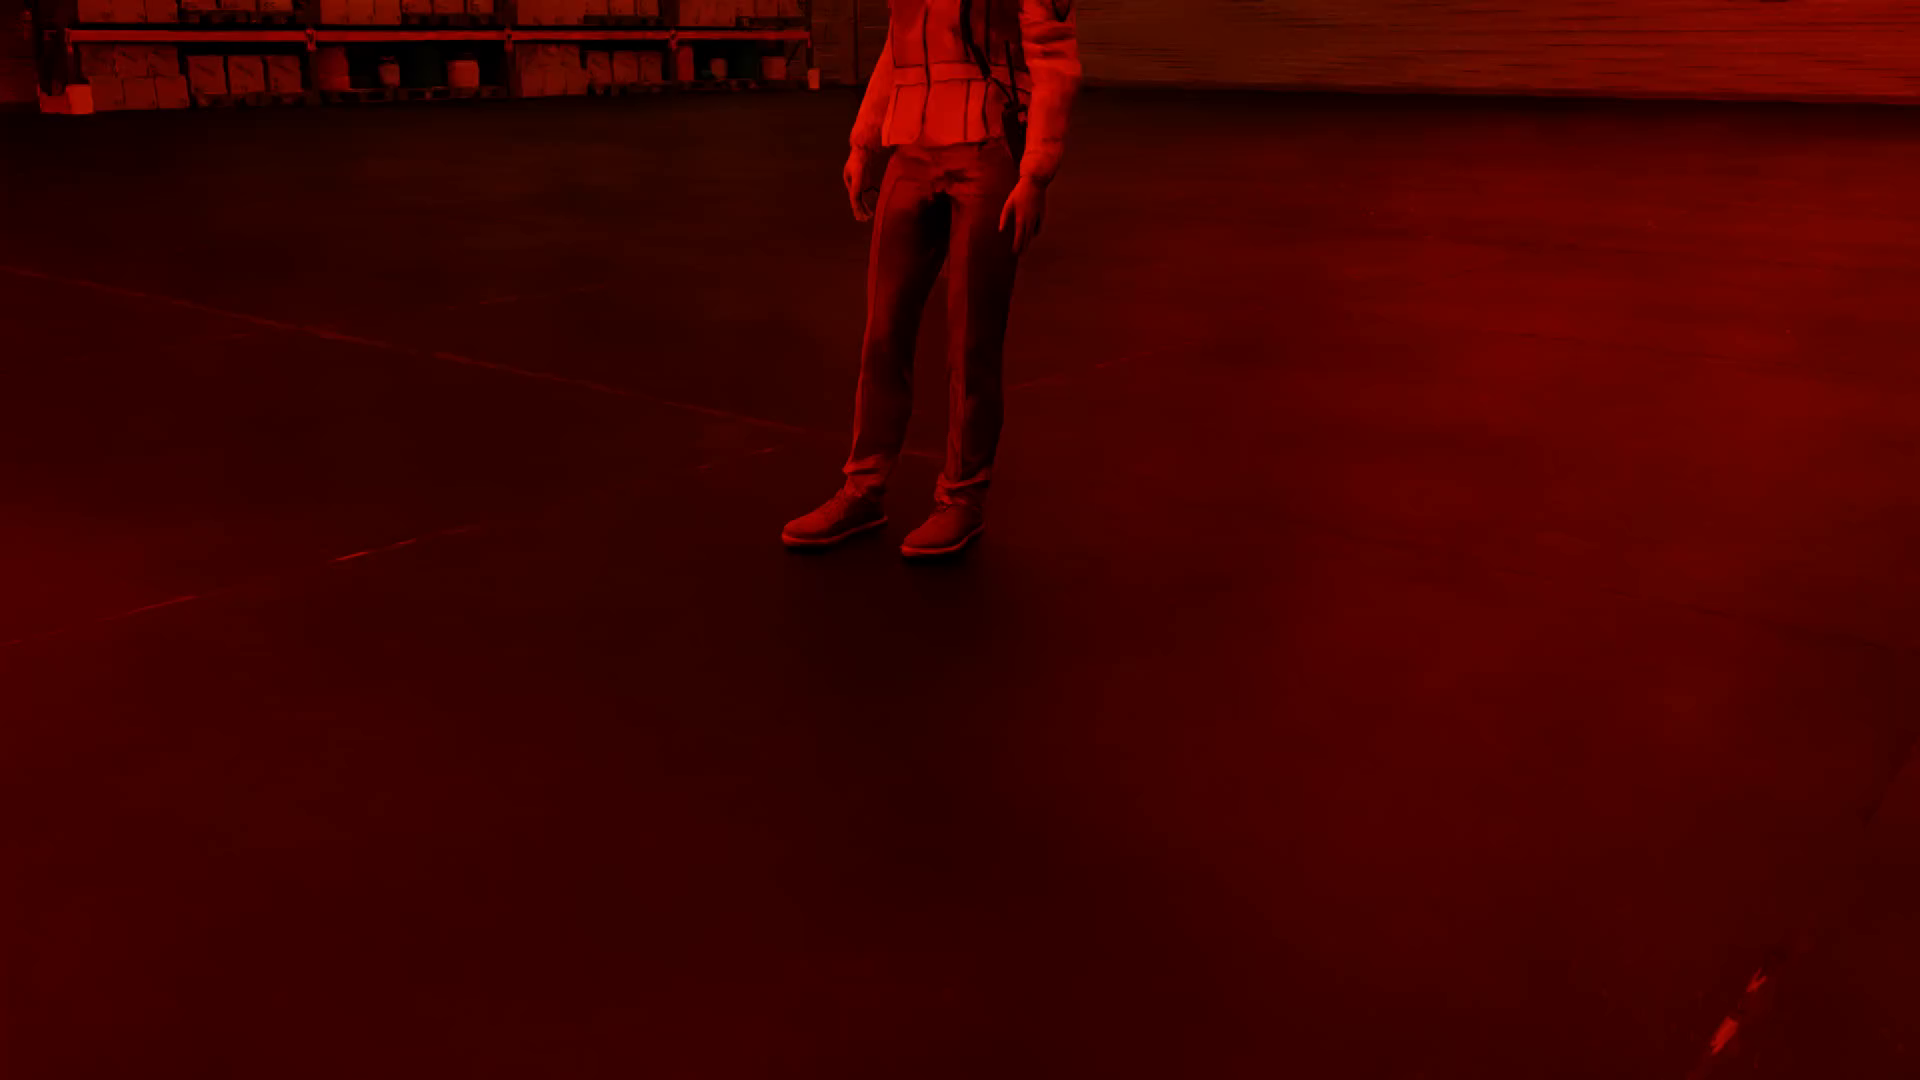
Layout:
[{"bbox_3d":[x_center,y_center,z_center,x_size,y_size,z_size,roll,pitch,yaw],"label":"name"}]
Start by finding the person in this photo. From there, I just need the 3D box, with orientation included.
[{"bbox_3d":[-0.049,-0.804,3.648,0.586,1.695,0.533,13,21,37],"label":"person"}]
